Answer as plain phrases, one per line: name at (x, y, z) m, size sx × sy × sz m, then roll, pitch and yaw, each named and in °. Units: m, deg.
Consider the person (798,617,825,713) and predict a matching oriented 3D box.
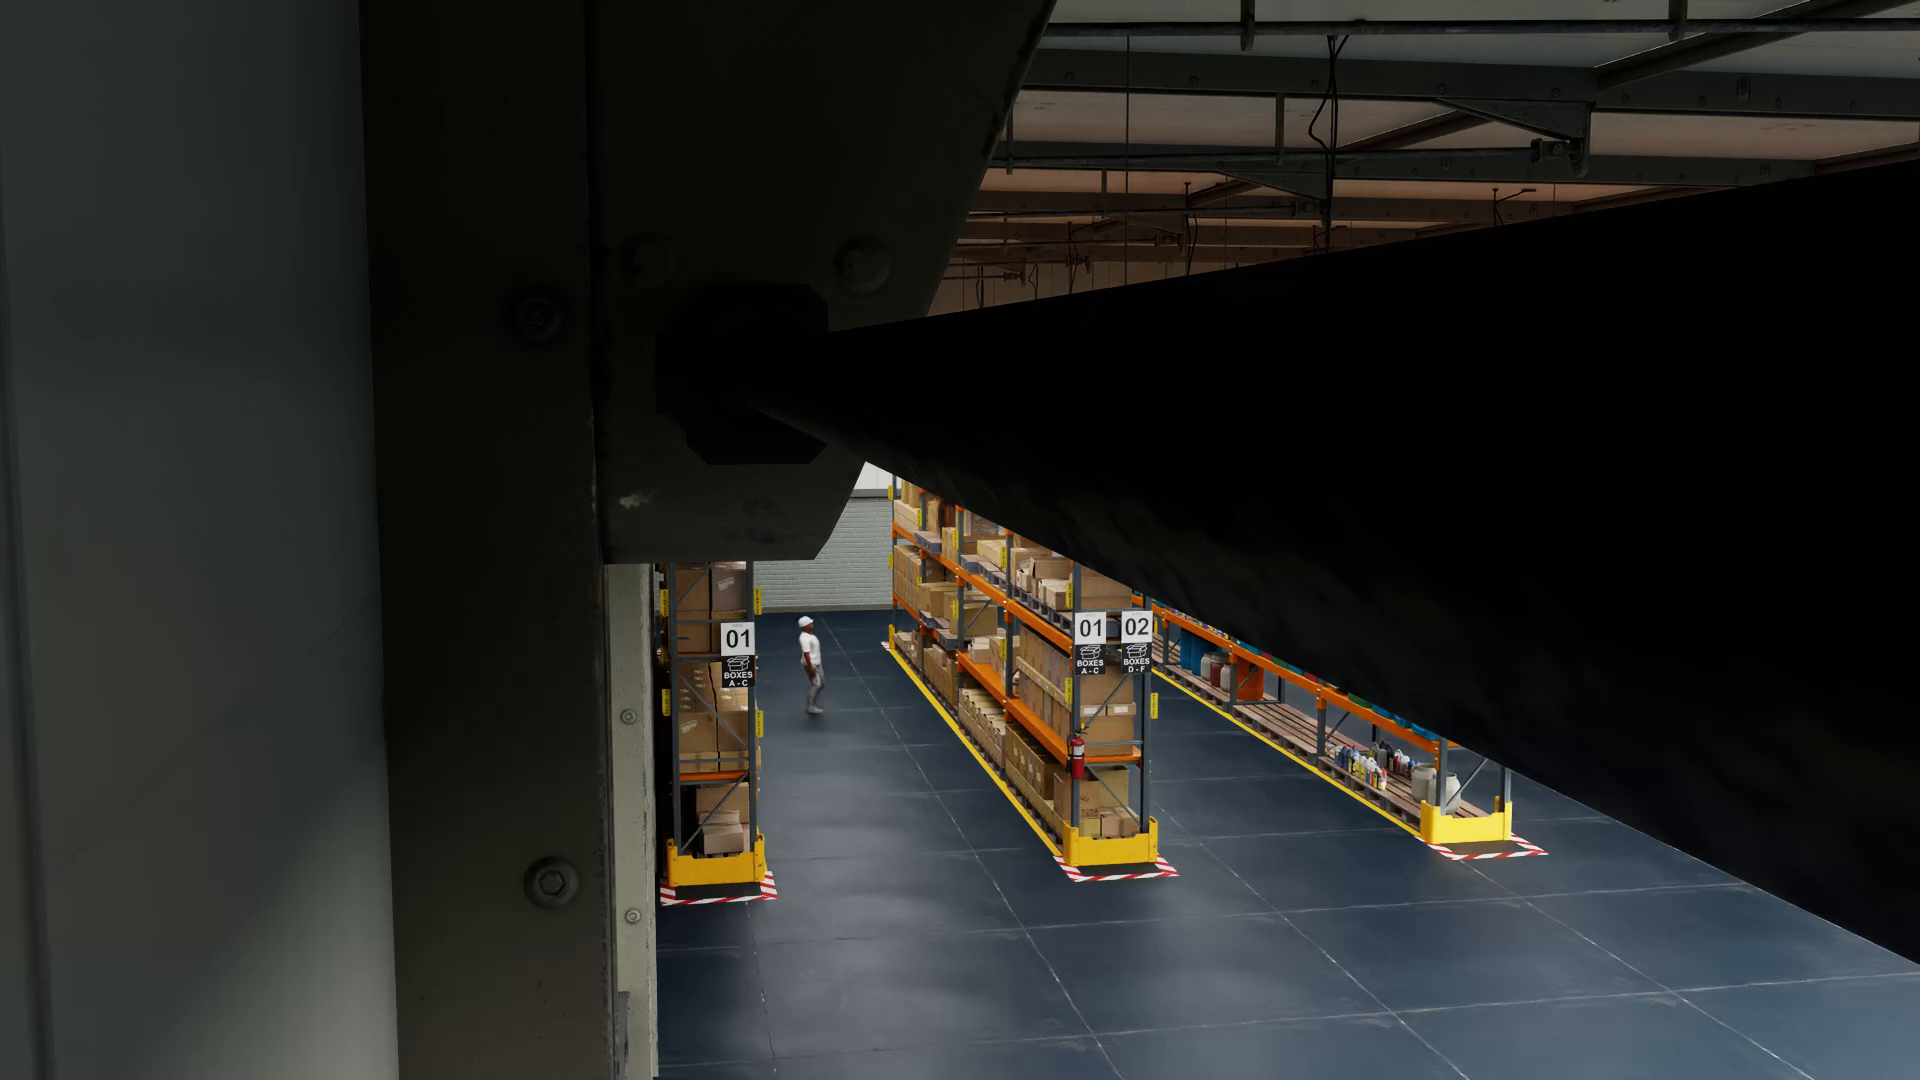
person at (-2.652, 2.236, 29.866) m, size 0.502 × 1.753 × 0.653 m, roll 2°, pitch 6°, yaw 18°
